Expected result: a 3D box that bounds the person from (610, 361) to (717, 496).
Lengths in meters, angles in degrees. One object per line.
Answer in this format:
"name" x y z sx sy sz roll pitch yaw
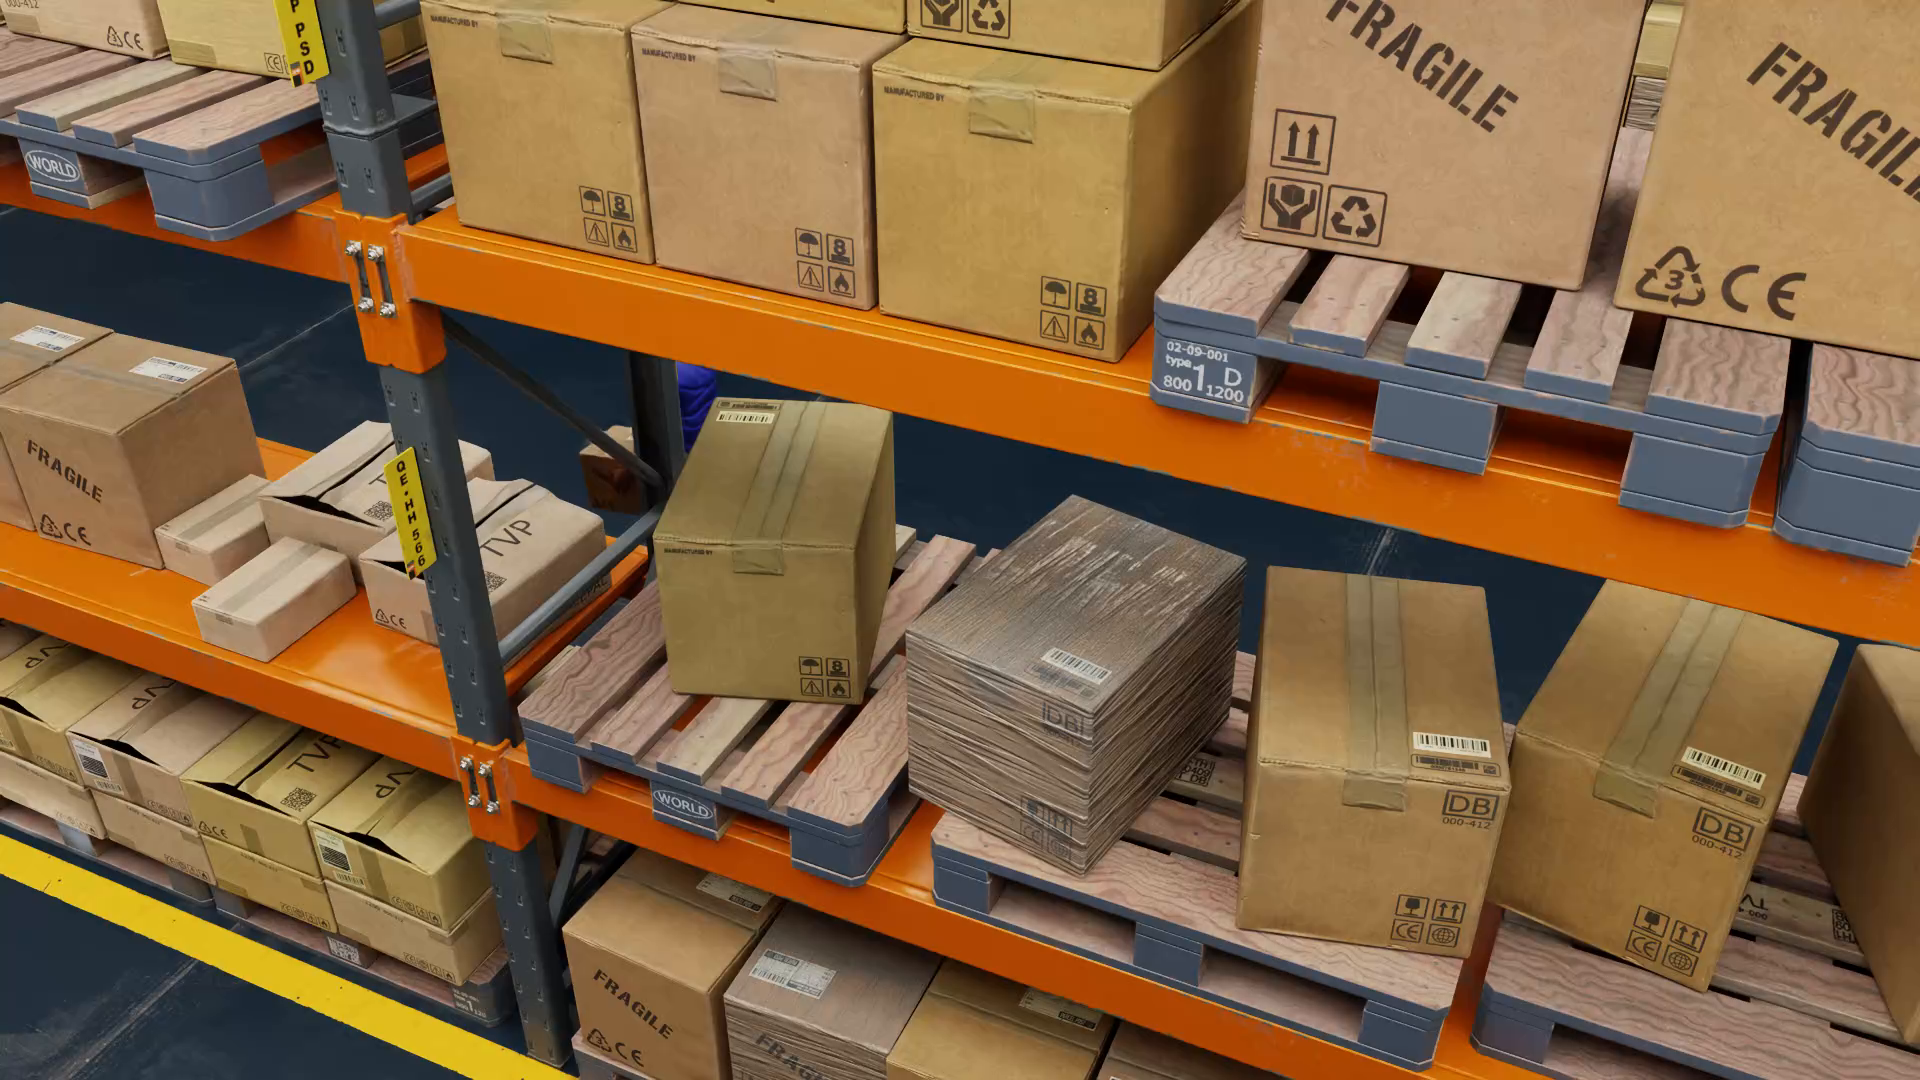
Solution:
"person" -1.130 -0.261 6.528 0.405 1.663 0.478 14 36 19
